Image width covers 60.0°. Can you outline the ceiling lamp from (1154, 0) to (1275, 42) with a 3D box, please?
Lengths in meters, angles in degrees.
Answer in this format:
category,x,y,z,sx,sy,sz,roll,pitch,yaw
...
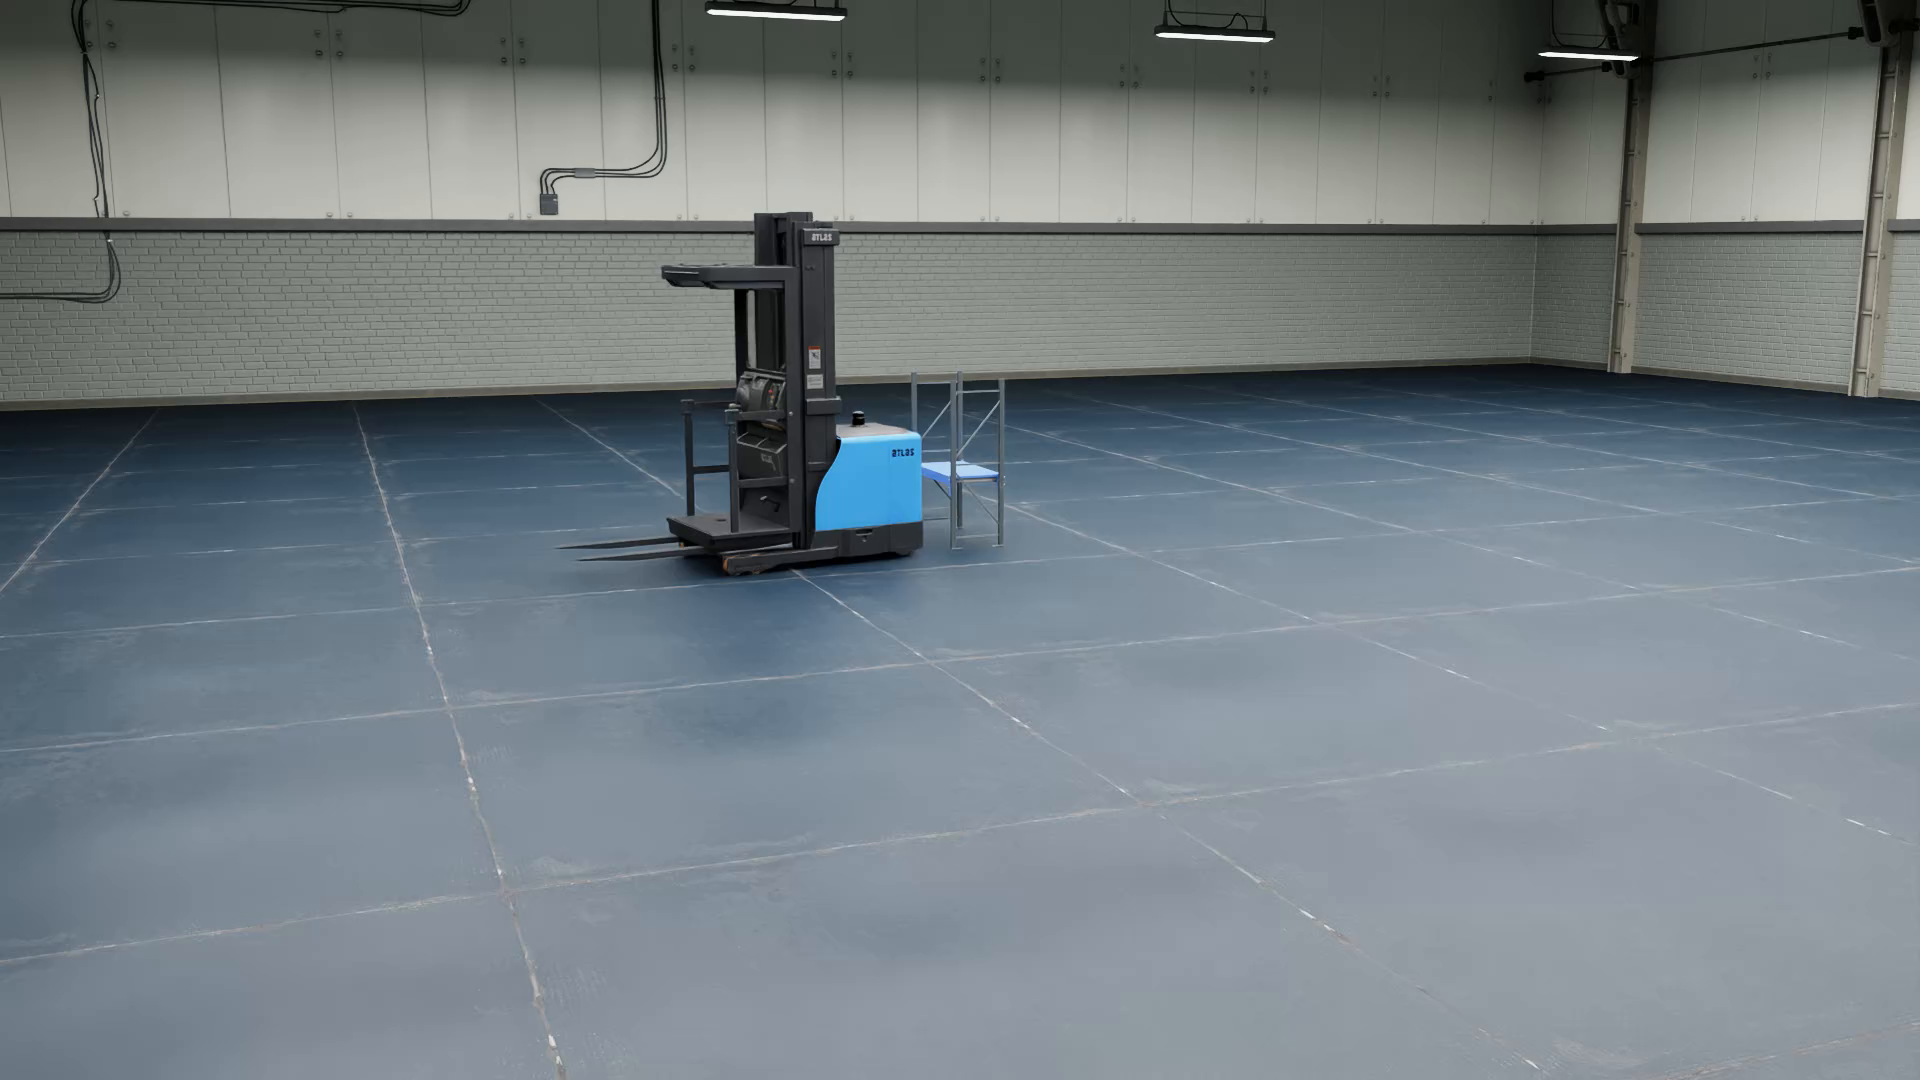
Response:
category,x,y,z,sx,sy,sz,roll,pitch,yaw
ceiling lamp,3.900,-9.444,25.979,2.000,3.185,0.800,-4,11,-21

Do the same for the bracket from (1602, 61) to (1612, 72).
category,x,y,z,sx,sy,sz,roll,pitch,yaw
bracket,13.483,-9.799,34.363,0.235,0.232,0.430,-4,11,-21

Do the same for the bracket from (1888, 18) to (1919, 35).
category,x,y,z,sx,sy,sz,roll,pitch,yaw
bracket,15.958,-8.684,28.096,0.235,0.232,0.430,-4,11,-21

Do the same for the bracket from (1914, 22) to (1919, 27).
category,x,y,z,sx,sy,sz,roll,pitch,yaw
bracket,16.892,-8.263,25.732,0.076,0.066,4.783,-4,11,-21

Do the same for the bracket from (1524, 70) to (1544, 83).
category,x,y,z,sx,sy,sz,roll,pitch,yaw
bracket,12.624,-10.186,36.538,0.235,0.232,0.430,-4,11,-21

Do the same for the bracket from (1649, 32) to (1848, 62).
category,x,y,z,sx,sy,sz,roll,pitch,yaw
bracket,14.718,-9.243,31.238,0.076,0.066,4.783,-4,11,-21

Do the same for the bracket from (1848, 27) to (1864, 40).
category,x,y,z,sx,sy,sz,roll,pitch,yaw
bracket,15.658,-8.819,28.858,0.235,0.232,0.430,-4,11,-21

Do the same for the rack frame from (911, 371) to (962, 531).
category,x,y,z,sx,sy,sz,roll,pitch,yaw
rack frame,-0.215,-0.835,15.663,0.500,1.500,0.032,-4,11,-21

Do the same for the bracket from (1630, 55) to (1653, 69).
category,x,y,z,sx,sy,sz,roll,pitch,yaw
bracket,13.784,-9.663,33.602,0.235,0.232,0.430,-4,11,-21

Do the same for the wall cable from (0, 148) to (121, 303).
category,x,y,z,sx,sy,sz,roll,pitch,yaw
wall cable,-15.230,-5.018,26.633,3.097,2.526,0.112,-4,11,-21

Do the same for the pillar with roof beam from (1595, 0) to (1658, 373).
category,x,y,z,sx,sy,sz,roll,pitch,yaw
pillar with roof beam,9.952,-7.708,32.889,9.100,9.000,0.548,-4,11,-21

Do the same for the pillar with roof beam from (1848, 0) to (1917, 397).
category,x,y,z,sx,sy,sz,roll,pitch,yaw
pillar with roof beam,12.126,-6.729,27.383,9.100,9.000,0.548,-4,11,-21

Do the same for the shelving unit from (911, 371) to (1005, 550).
category,x,y,z,sx,sy,sz,roll,pitch,yaw
shelving unit,-0.031,-0.752,15.197,0.538,1.500,1.048,-4,11,-21

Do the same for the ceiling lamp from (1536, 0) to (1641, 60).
category,x,y,z,sx,sy,sz,roll,pitch,yaw
ceiling lamp,10.741,-9.910,28.598,2.000,3.185,0.800,-4,11,-21

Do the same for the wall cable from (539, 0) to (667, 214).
category,x,y,z,sx,sy,sz,roll,pitch,yaw
wall cable,-6.376,-8.821,29.436,2.305,6.003,0.169,-4,11,-21

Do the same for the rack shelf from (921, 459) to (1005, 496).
category,x,y,z,sx,sy,sz,roll,pitch,yaw
rack shelf,-0.031,-0.575,15.228,0.538,0.185,1.000,-4,11,-21

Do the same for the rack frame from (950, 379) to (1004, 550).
category,x,y,z,sx,sy,sz,roll,pitch,yaw
rack frame,0.153,-0.669,14.730,0.500,1.500,0.032,-4,11,-21

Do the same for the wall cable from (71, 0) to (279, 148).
category,x,y,z,sx,sy,sz,roll,pitch,yaw
wall cable,-12.708,-7.677,27.156,3.097,2.526,0.112,-4,11,-21

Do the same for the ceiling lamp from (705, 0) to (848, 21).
category,x,y,z,sx,sy,sz,roll,pitch,yaw
ceiling lamp,-2.680,-8.996,23.460,2.000,3.185,0.800,-4,11,-21

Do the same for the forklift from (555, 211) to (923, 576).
category,x,y,z,sx,sy,sz,roll,pitch,yaw
forklift,-1.854,-1.250,13.910,3.031,2.935,1.130,-6,12,-29

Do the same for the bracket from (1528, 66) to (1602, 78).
category,x,y,z,sx,sy,sz,roll,pitch,yaw
bracket,12.839,-10.089,35.996,0.076,0.066,3.189,-4,11,-21

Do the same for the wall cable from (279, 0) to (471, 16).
category,x,y,z,sx,sy,sz,roll,pitch,yaw
wall cable,-9.824,-10.112,27.862,3.097,2.526,0.112,-4,11,-21
